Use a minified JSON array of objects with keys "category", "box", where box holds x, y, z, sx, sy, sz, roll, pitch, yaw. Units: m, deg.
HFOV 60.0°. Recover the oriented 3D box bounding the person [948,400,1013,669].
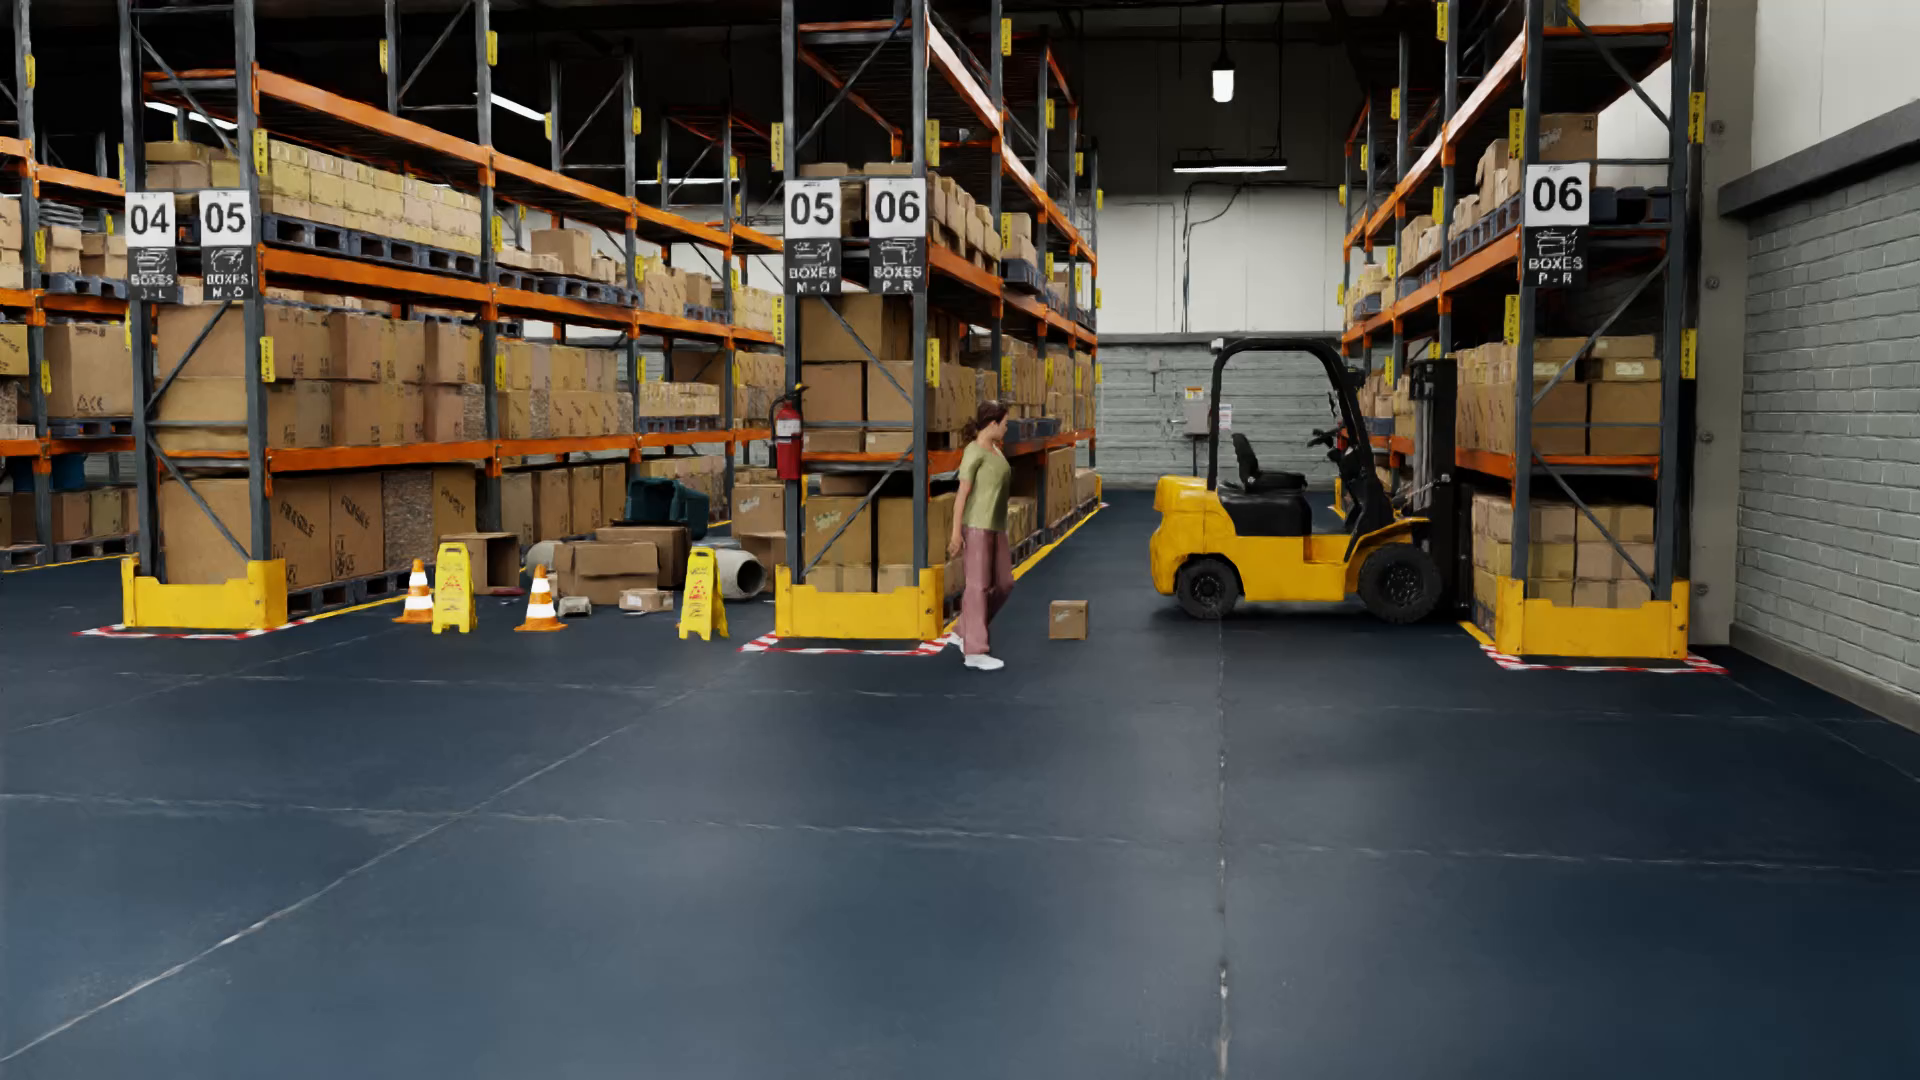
[{"category":"person","box":[0.136,-0.053,10.534,0.525,1.667,0.535,2,5,27]}]
